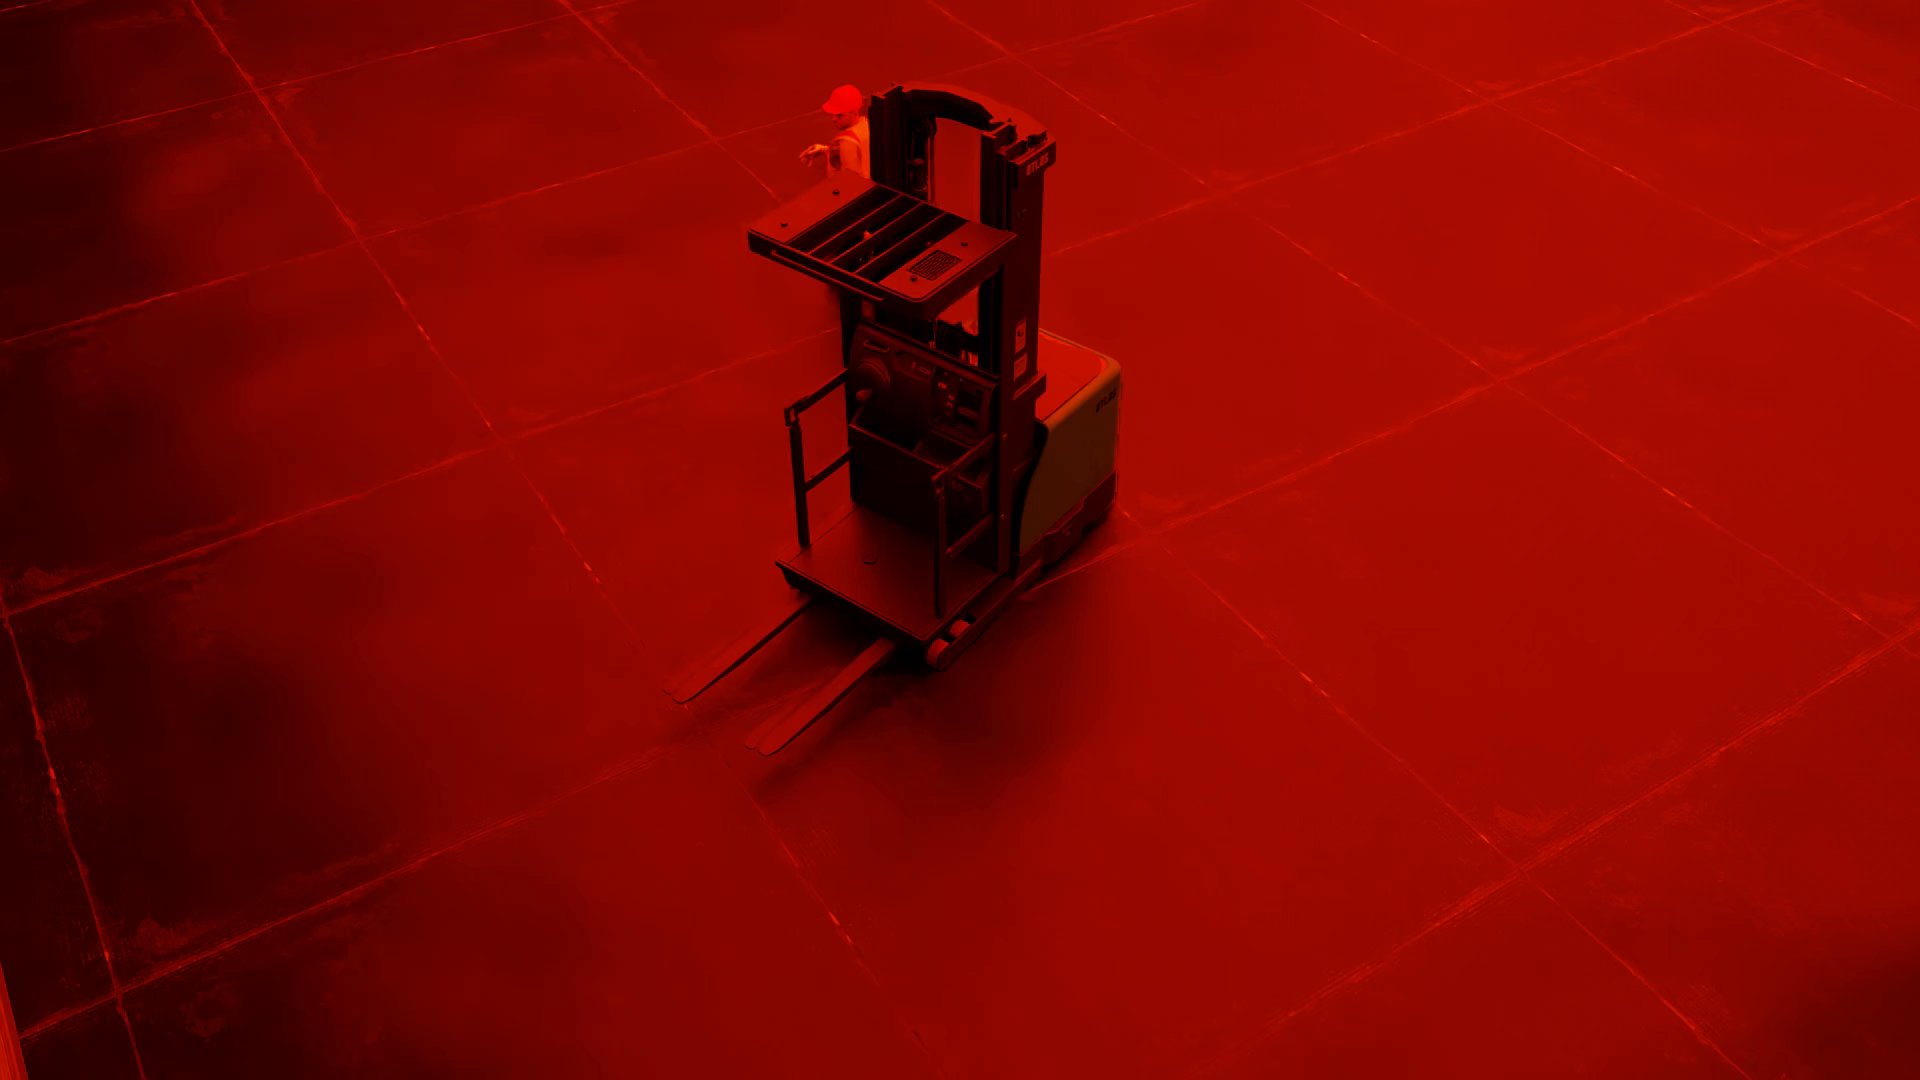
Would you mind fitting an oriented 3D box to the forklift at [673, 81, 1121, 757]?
[{"bbox_3d":[-0.339,-0.754,8.733,1.130,2.935,3.031,27,48,27],"label":"forklift"}]

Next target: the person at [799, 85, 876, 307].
[{"bbox_3d":[-0.756,-2.370,11.546,0.569,1.698,0.933,-33,51,-32],"label":"person"}]
